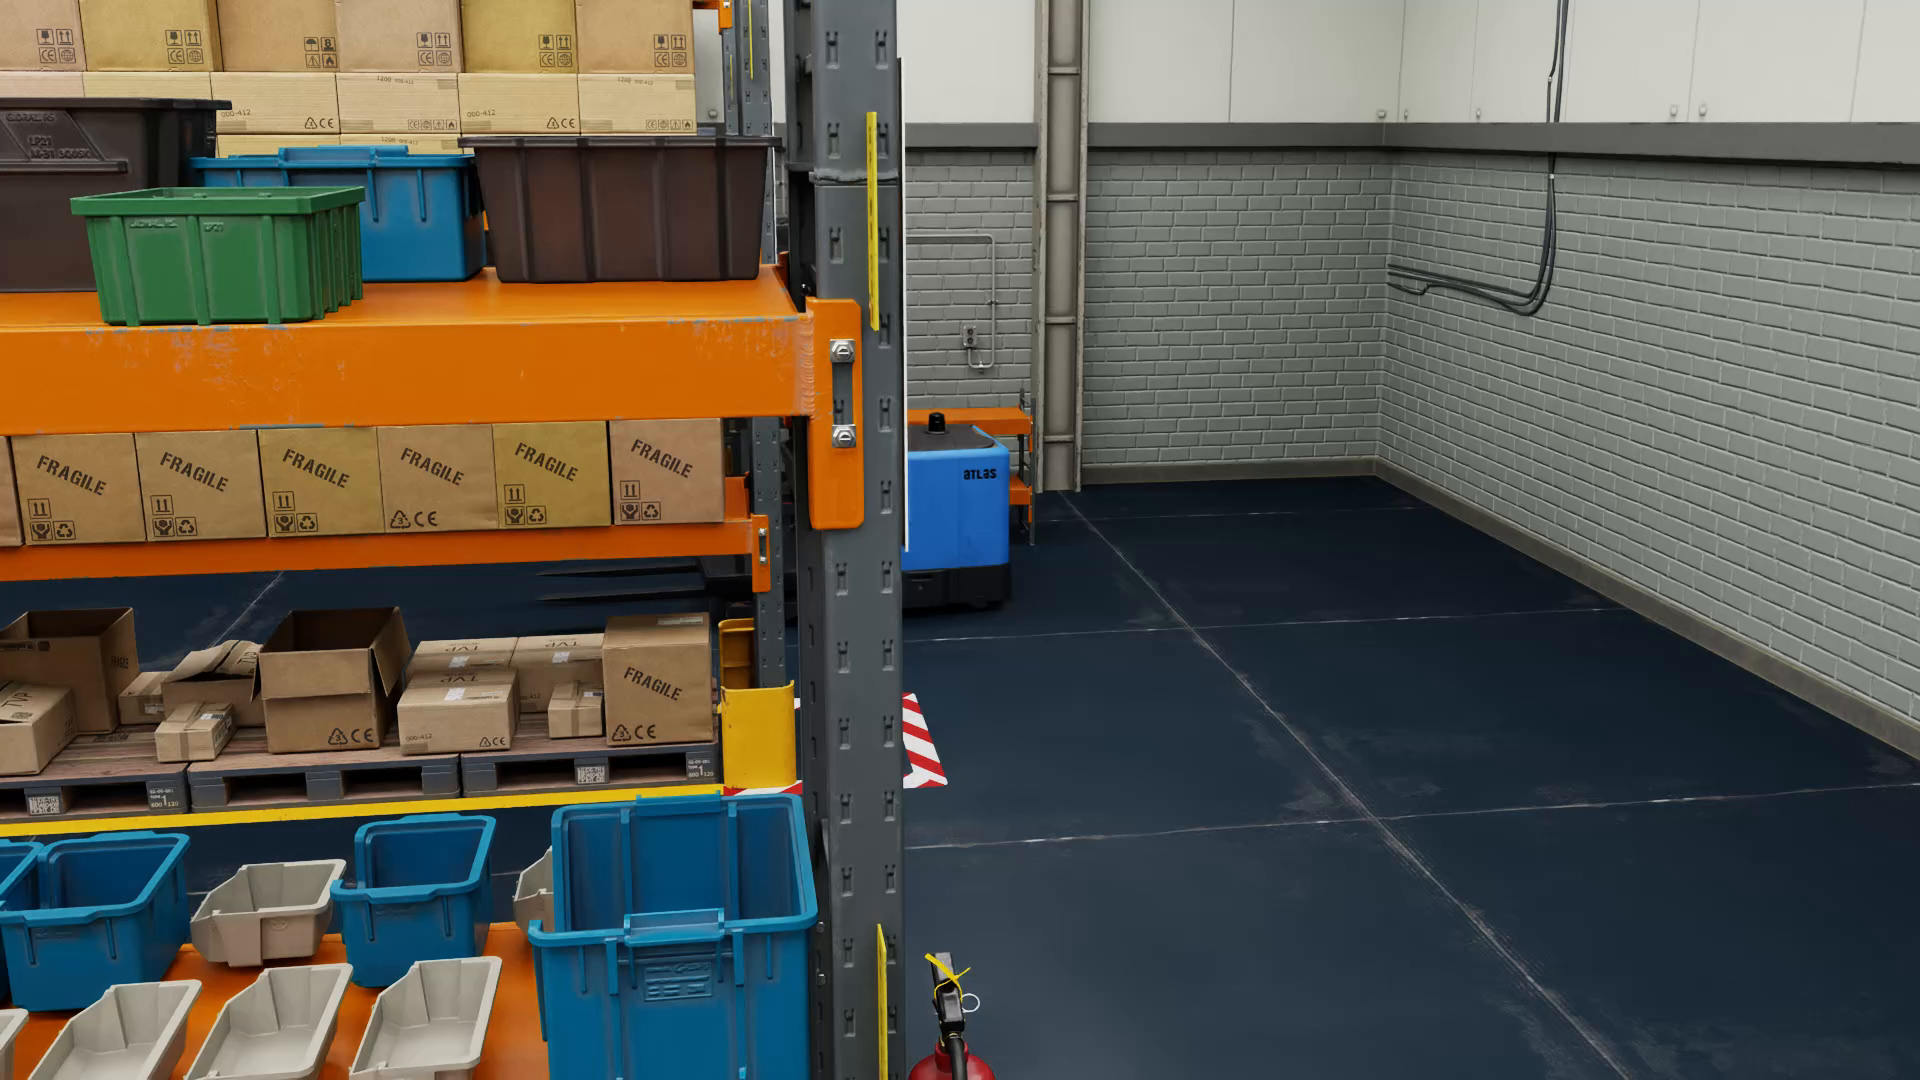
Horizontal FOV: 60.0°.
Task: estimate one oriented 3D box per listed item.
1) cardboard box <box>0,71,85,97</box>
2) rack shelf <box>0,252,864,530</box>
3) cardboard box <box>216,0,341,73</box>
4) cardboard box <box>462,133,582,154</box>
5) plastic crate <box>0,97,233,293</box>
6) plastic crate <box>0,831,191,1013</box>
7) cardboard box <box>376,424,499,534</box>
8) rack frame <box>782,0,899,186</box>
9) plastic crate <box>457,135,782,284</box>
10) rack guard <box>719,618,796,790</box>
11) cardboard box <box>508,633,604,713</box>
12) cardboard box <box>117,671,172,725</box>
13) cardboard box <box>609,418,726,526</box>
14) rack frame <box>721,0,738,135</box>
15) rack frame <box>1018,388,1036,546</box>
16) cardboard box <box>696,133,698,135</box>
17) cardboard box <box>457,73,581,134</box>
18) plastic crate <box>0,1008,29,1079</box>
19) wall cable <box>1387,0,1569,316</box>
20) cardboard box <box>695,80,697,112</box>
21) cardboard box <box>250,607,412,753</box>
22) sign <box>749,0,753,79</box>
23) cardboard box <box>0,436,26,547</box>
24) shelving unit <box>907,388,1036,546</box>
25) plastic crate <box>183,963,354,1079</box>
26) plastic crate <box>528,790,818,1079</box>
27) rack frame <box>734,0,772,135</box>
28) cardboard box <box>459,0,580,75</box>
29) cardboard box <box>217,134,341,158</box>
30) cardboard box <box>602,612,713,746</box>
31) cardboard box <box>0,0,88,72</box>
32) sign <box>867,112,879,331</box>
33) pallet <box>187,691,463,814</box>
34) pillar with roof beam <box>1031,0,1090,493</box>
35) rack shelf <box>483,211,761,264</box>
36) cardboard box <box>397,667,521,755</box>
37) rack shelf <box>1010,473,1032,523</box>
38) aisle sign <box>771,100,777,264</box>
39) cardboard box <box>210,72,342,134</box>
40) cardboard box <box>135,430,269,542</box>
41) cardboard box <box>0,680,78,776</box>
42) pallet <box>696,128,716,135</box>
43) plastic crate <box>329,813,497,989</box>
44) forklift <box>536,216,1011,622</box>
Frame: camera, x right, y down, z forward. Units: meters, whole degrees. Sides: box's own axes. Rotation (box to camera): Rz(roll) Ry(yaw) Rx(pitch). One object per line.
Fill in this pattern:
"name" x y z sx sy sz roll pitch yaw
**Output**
"cardboard box" -3.910 -1.864 7.102 0.500 0.250 0.500 -2 14 -8
"rack shelf" -2.210 -0.250 2.864 4.000 0.370 1.077 -2 14 -8
"cardboard box" -2.966 -2.336 7.444 0.500 0.500 0.700 -2 14 -8
"cardboard box" -1.931 -1.692 7.446 0.500 0.250 0.500 -2 14 -8
"plastic crate" -1.784 -0.652 3.116 0.767 0.338 0.504 -2 14 -8
"plastic crate" -1.827 0.813 3.533 0.300 0.233 0.416 -2 14 -8
"cardboard box" -2.375 -0.338 7.698 0.500 0.500 0.500 -2 14 -8
"rack frame" -0.232 -2.126 2.700 0.127 3.000 1.000 -2 14 -8
"plastic crate" -0.654 -0.661 3.293 0.590 0.269 0.497 -2 14 -8
"rack guard" -1.041 0.807 8.475 0.348 0.500 1.175 -2 14 -8
"cardboard box" -2.041 0.682 8.584 0.500 0.250 0.500 -2 14 -8
"cardboard box" -4.039 0.790 8.363 0.250 0.149 0.380 -2 14 -8
"cardboard box" -1.369 -0.375 7.844 0.500 0.500 0.500 -2 14 -7
"rack frame" -1.708 -4.509 12.203 0.127 3.000 1.000 -2 14 -8
"rack frame" 0.509 -0.564 12.659 0.032 1.125 0.500 -2 14 -8
"cardboard box" -1.512 -1.833 8.005 0.500 0.250 0.500 -2 14 -8
"cardboard box" -1.931 -1.934 7.383 0.500 0.250 0.500 -2 14 -8
"plastic crate" -1.862 0.994 3.011 0.250 0.136 0.298 -2 14 -8
"wall cable" 3.938 -3.122 13.055 0.112 2.526 3.097 -2 14 -8
"cardboard box" -1.513 -2.076 7.950 0.500 0.250 0.500 -2 14 -8
"cardboard box" -3.065 0.665 8.130 0.637 0.503 0.797 -2 14 -8
"sign" -0.903 -2.158 7.174 0.005 0.325 0.100 -2 14 -8
"cardboard box" -4.377 -0.264 7.404 0.500 0.500 0.500 -2 14 -7
"shelving unit" 0.007 -0.546 12.586 1.048 1.125 0.538 -2 14 -8
"plastic crate" -1.300 0.963 3.135 0.243 0.136 0.396 -2 14 -8
"plastic crate" -0.535 0.795 3.191 0.499 0.435 0.616 -2 14 -8
"rack frame" -0.966 -3.318 7.452 0.127 3.000 1.000 -2 14 -8
"cardboard box" -1.979 -2.376 7.602 0.500 0.500 0.700 -2 14 -8
"cardboard box" -2.920 -1.657 7.305 0.500 0.250 0.500 -2 14 -8
"cardboard box" -1.467 0.670 8.117 0.500 0.500 0.500 -2 14 -8
"cardboard box" -3.931 -2.262 7.148 0.500 0.500 0.700 -2 14 -8
"sign" -0.134 -0.489 2.553 0.005 0.325 0.100 -2 14 -8
"pallet" -3.033 1.020 8.221 1.213 0.211 1.003 -2 14 -8
"pillar with roof beam" 1.474 -3.780 9.293 0.400 9.000 9.100 -2 14 -8
"rack shelf" -2.944 -1.441 7.615 4.000 0.370 1.077 -2 14 -8
"cardboard box" -2.411 0.819 8.039 0.500 0.250 0.500 -2 14 -8
"rack shelf" 0.007 -0.309 12.645 1.000 0.278 0.538 -2 14 -8
"aisle sign" -0.853 -1.598 7.581 0.004 0.787 0.394 -2 14 -8
"cardboard box" -2.919 -1.897 7.236 0.500 0.250 0.500 -2 14 -8
"cardboard box" -3.376 -0.301 7.551 0.500 0.500 0.500 -2 14 -9
"cardboard box" -4.474 0.865 7.730 0.500 0.311 0.500 -2 14 -8
"pallet" -2.440 -2.982 12.461 1.213 0.211 1.003 -2 14 -8
"plastic crate" -1.176 0.790 3.628 0.300 0.233 0.416 -2 14 -8
"forklift" -1.238 -1.000 10.682 3.031 2.935 1.130 -3 14 -13
